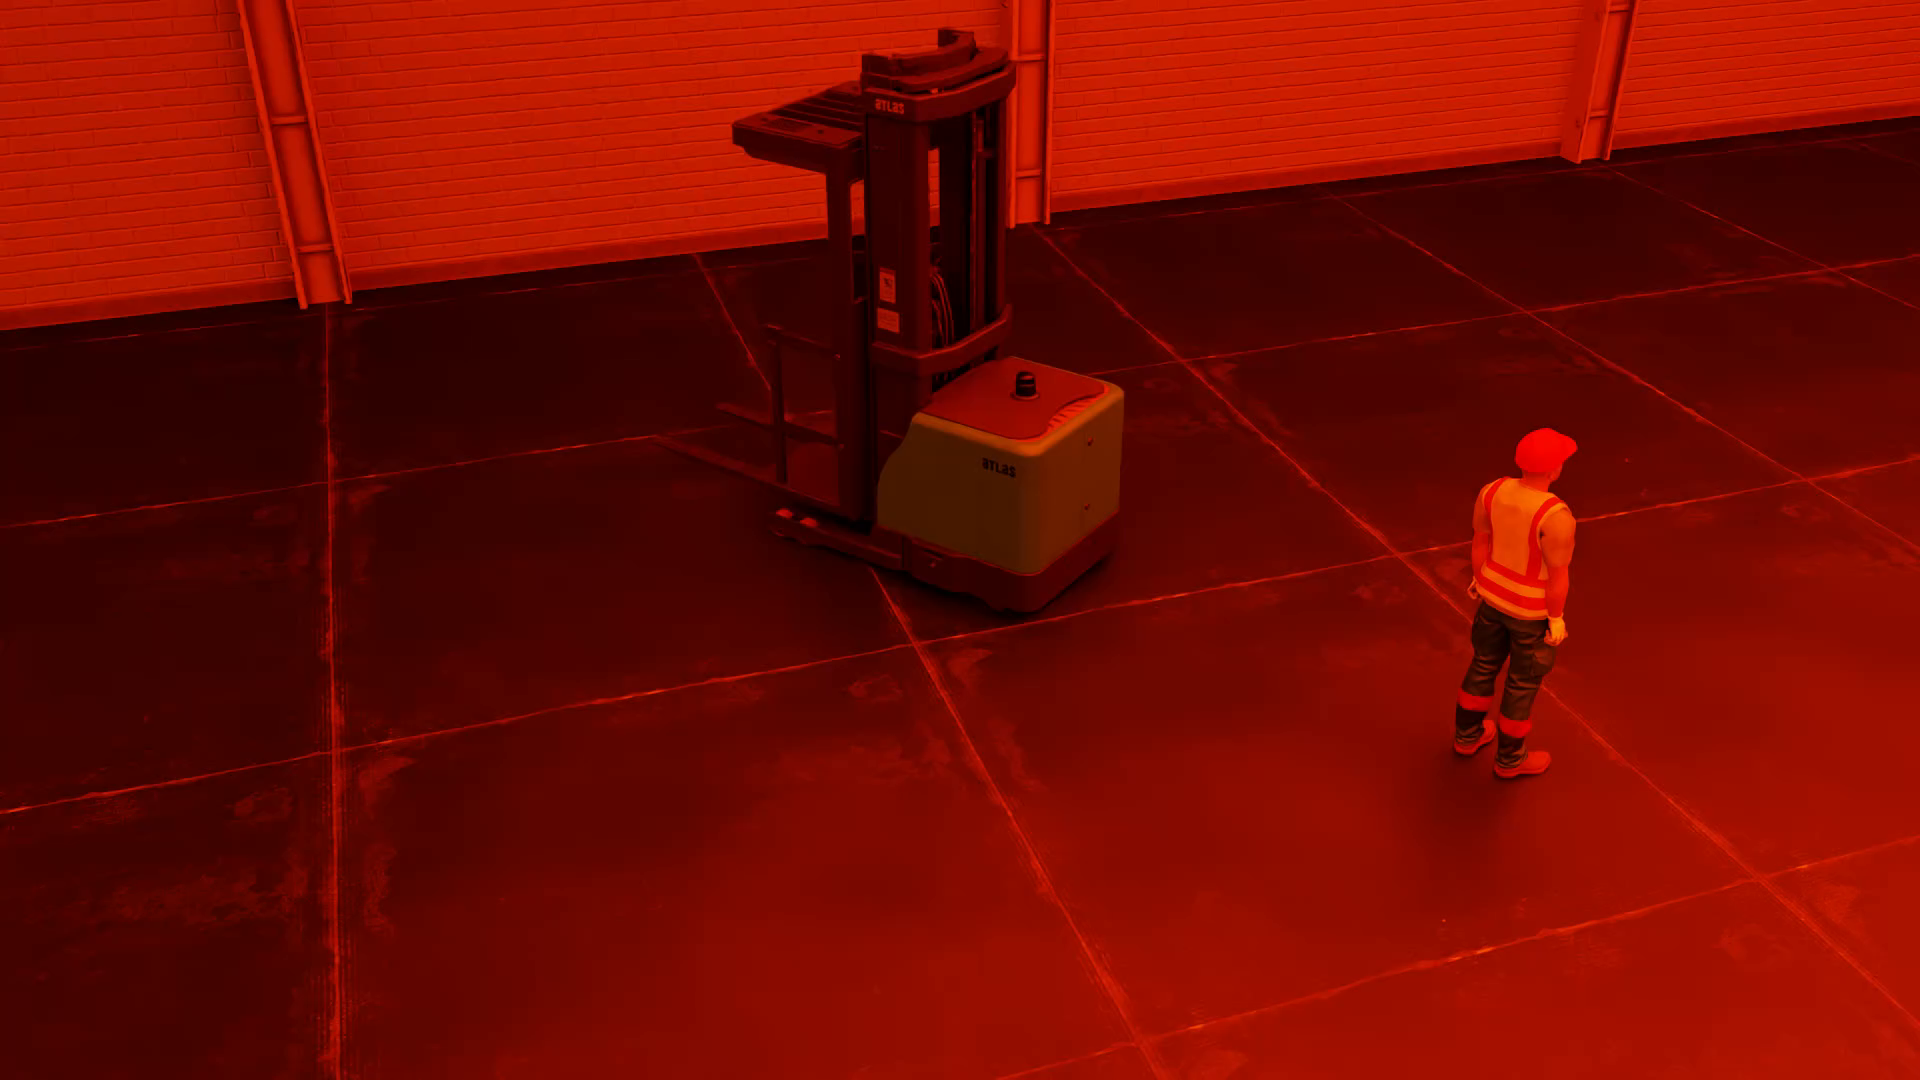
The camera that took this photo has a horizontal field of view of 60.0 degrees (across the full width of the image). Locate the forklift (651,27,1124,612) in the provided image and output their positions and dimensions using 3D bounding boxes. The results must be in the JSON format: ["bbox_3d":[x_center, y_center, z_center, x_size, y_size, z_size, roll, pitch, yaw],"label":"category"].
[{"bbox_3d":[-0.559,-1.432,9.575,3.031,2.935,1.130,19,35,29],"label":"forklift"}]

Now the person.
[{"bbox_3d":[2.608,0.282,7.743,0.376,1.794,0.533,-19,35,-30],"label":"person"}]
